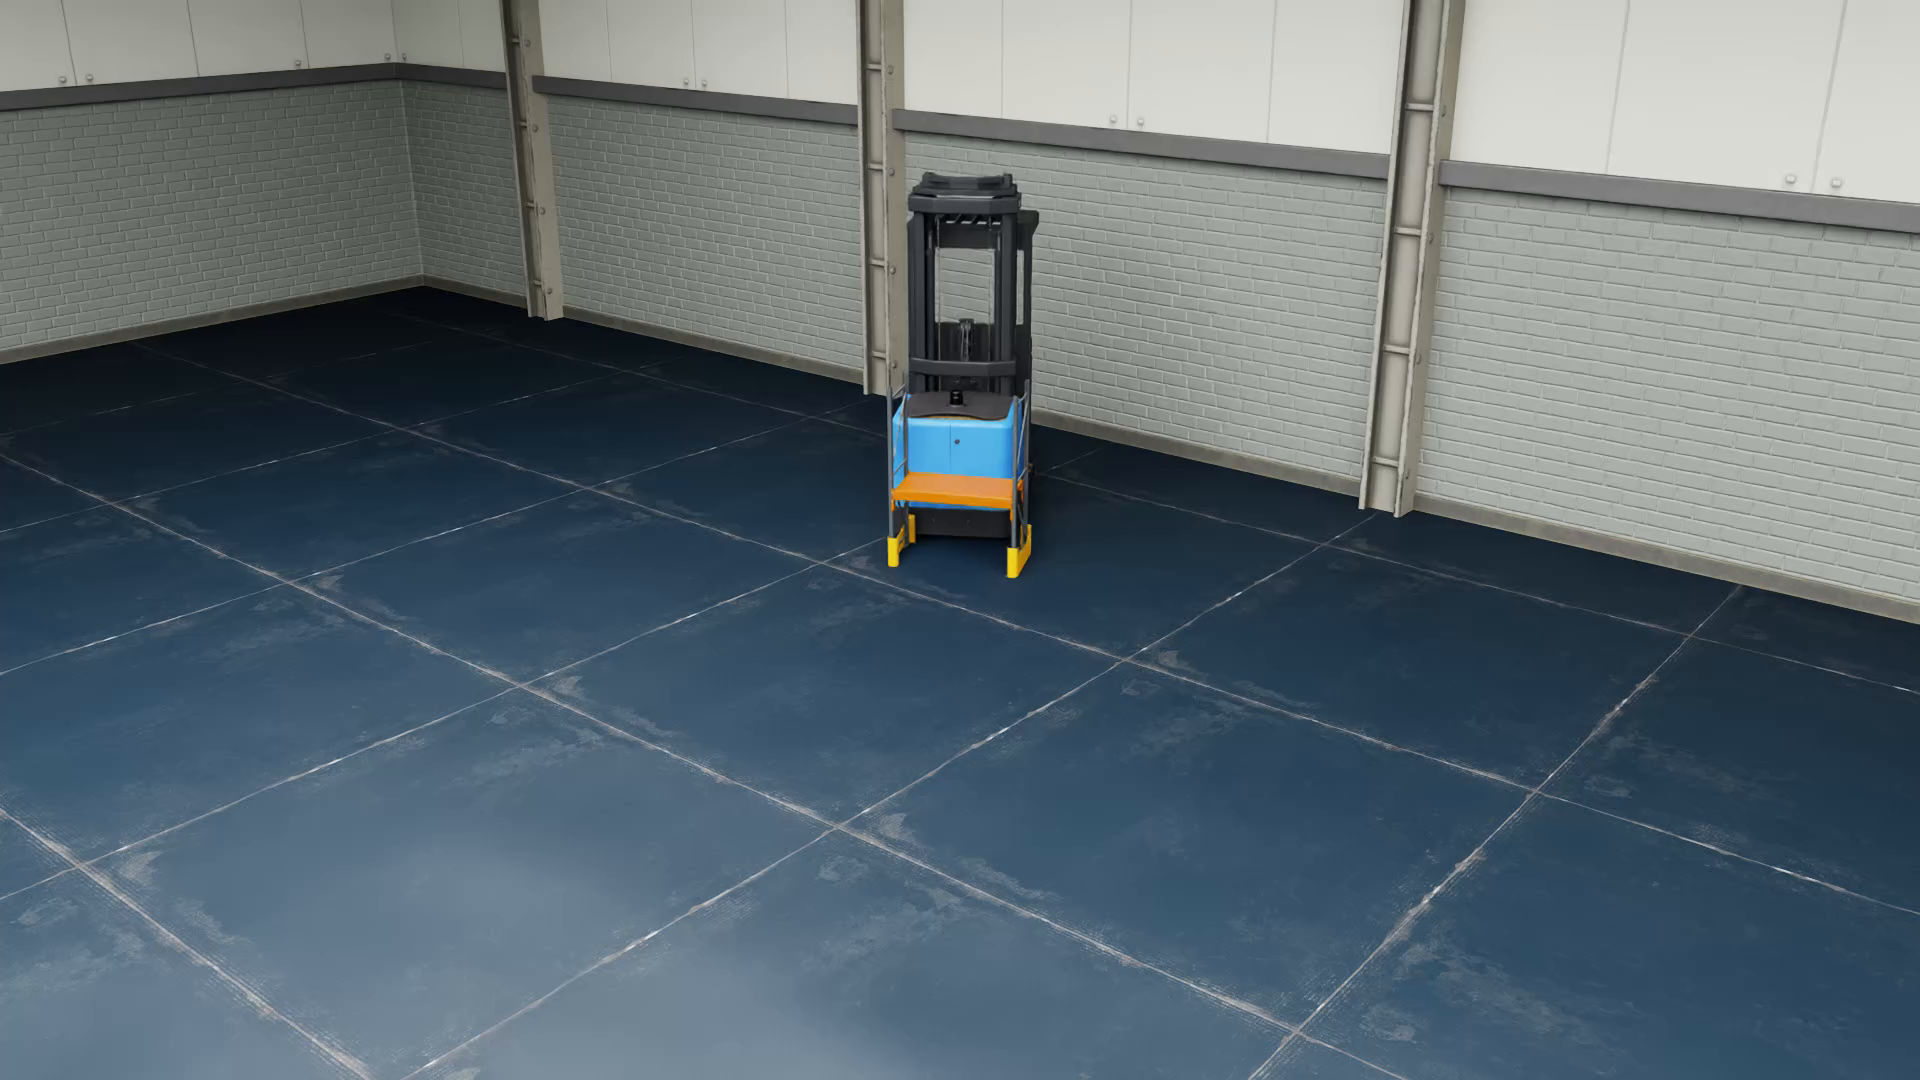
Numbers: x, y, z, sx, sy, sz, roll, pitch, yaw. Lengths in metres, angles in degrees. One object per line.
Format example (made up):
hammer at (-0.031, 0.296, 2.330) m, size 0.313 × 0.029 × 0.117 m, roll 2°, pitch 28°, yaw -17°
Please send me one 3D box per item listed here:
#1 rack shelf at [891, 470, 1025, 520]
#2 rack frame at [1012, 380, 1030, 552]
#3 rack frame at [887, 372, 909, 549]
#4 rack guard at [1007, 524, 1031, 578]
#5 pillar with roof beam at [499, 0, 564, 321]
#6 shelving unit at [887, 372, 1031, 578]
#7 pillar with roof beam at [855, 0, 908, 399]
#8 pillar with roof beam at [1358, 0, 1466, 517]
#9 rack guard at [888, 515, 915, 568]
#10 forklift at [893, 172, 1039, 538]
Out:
rack shelf at (-0.008, -0.371, 13.539) m, size 1.000 × 0.185 × 0.538 m, roll 5°, pitch 21°, yaw 13°
rack frame at (0.486, -0.498, 13.365) m, size 0.032 × 1.500 × 0.500 m, roll 5°, pitch 21°, yaw 13°
rack frame at (-0.503, -0.581, 13.586) m, size 0.032 × 1.500 × 0.500 m, roll 5°, pitch 21°, yaw 13°
rack guard at (0.485, 0.087, 13.585) m, size 0.087 × 0.250 × 0.587 m, roll 5°, pitch 21°, yaw 13°
pillar with roof beam at (-8.195, -5.995, 17.315) m, size 0.400 × 9.000 × 9.100 m, roll 16°, pitch 26°, yaw 36°
shelving unit at (0.001, -0.539, 13.473) m, size 1.083 × 1.500 × 0.587 m, roll 5°, pitch 21°, yaw 13°
pillar with roof beam at (-3.546, -4.657, 13.765) m, size 0.400 × 9.000 × 9.100 m, roll 16°, pitch 26°, yaw 36°
pillar with roof beam at (1.102, -3.318, 10.216) m, size 0.400 × 9.000 × 9.100 m, roll 16°, pitch 26°, yaw 36°
rack guard at (-0.484, 0.005, 13.802) m, size 0.087 × 0.250 × 0.587 m, roll 5°, pitch 21°, yaw 13°
forklift at (0.117, -1.869, 14.972) m, size 1.130 × 2.935 × 3.031 m, roll 3°, pitch 21°, yaw 7°
